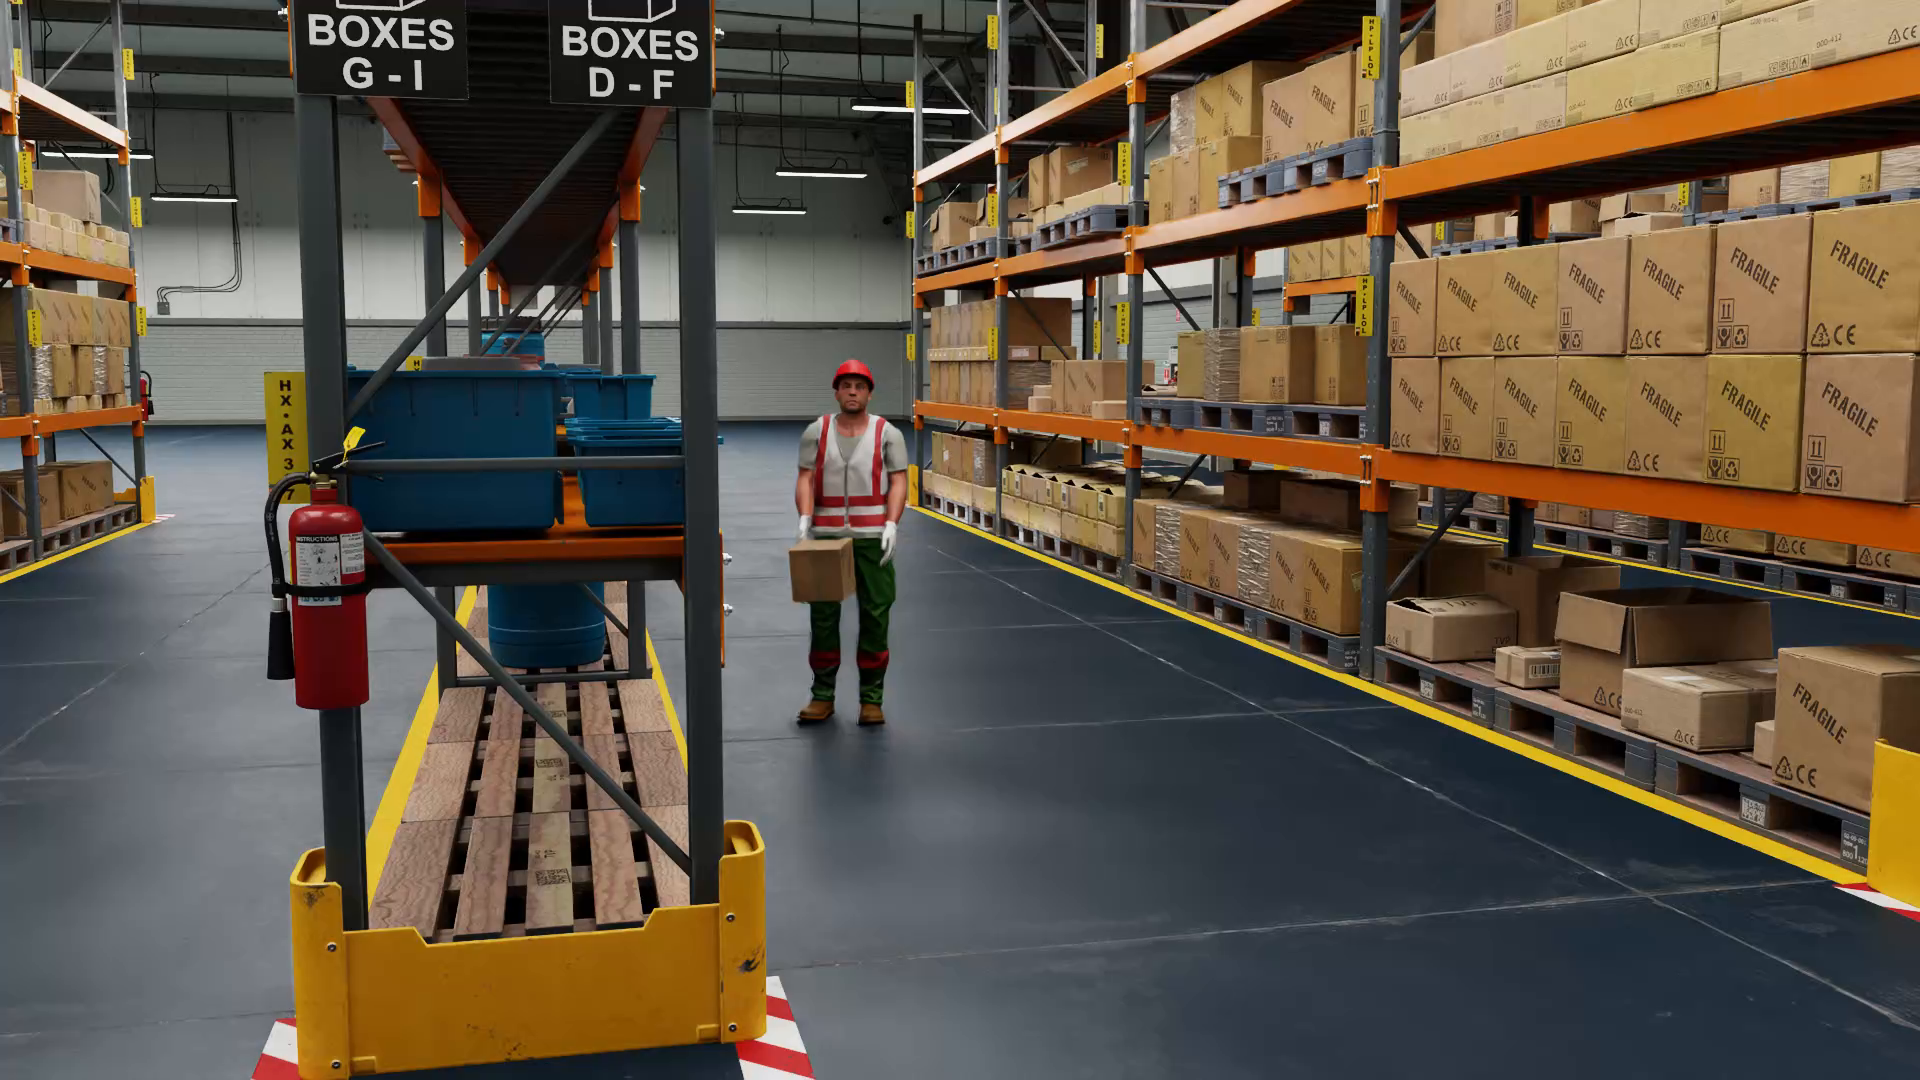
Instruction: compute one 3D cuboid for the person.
[{"bbox_3d":[-0.538,0.005,8.213,0.556,1.791,0.466,0,6,4],"label":"person"}]
